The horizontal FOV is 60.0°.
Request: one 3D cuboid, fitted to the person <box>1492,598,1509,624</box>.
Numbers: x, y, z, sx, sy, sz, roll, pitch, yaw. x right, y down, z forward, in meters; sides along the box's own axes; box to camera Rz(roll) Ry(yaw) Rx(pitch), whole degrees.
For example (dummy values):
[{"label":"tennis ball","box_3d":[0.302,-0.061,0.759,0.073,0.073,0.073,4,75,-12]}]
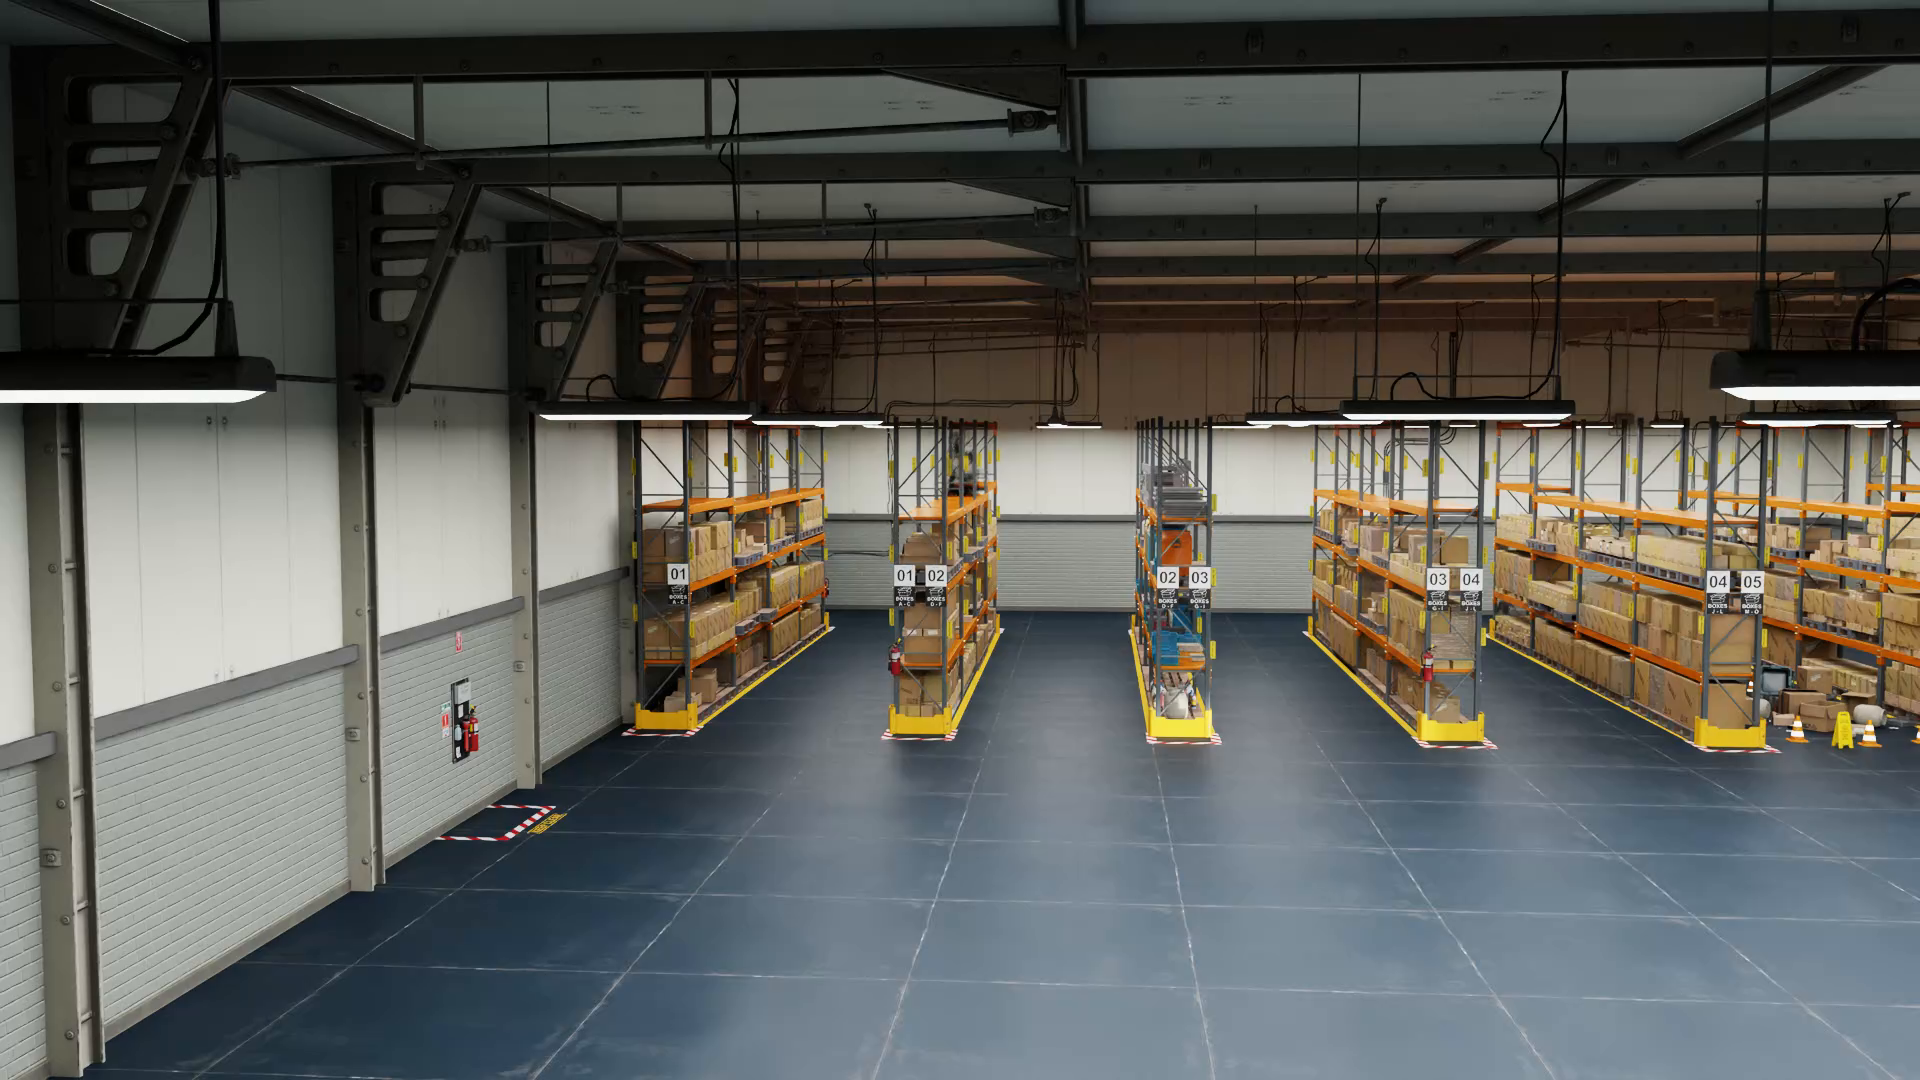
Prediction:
[{"label":"person","box_3d":[15.529,1.851,47.313,0.688,1.712,0.567,-1,4,-12]}]
